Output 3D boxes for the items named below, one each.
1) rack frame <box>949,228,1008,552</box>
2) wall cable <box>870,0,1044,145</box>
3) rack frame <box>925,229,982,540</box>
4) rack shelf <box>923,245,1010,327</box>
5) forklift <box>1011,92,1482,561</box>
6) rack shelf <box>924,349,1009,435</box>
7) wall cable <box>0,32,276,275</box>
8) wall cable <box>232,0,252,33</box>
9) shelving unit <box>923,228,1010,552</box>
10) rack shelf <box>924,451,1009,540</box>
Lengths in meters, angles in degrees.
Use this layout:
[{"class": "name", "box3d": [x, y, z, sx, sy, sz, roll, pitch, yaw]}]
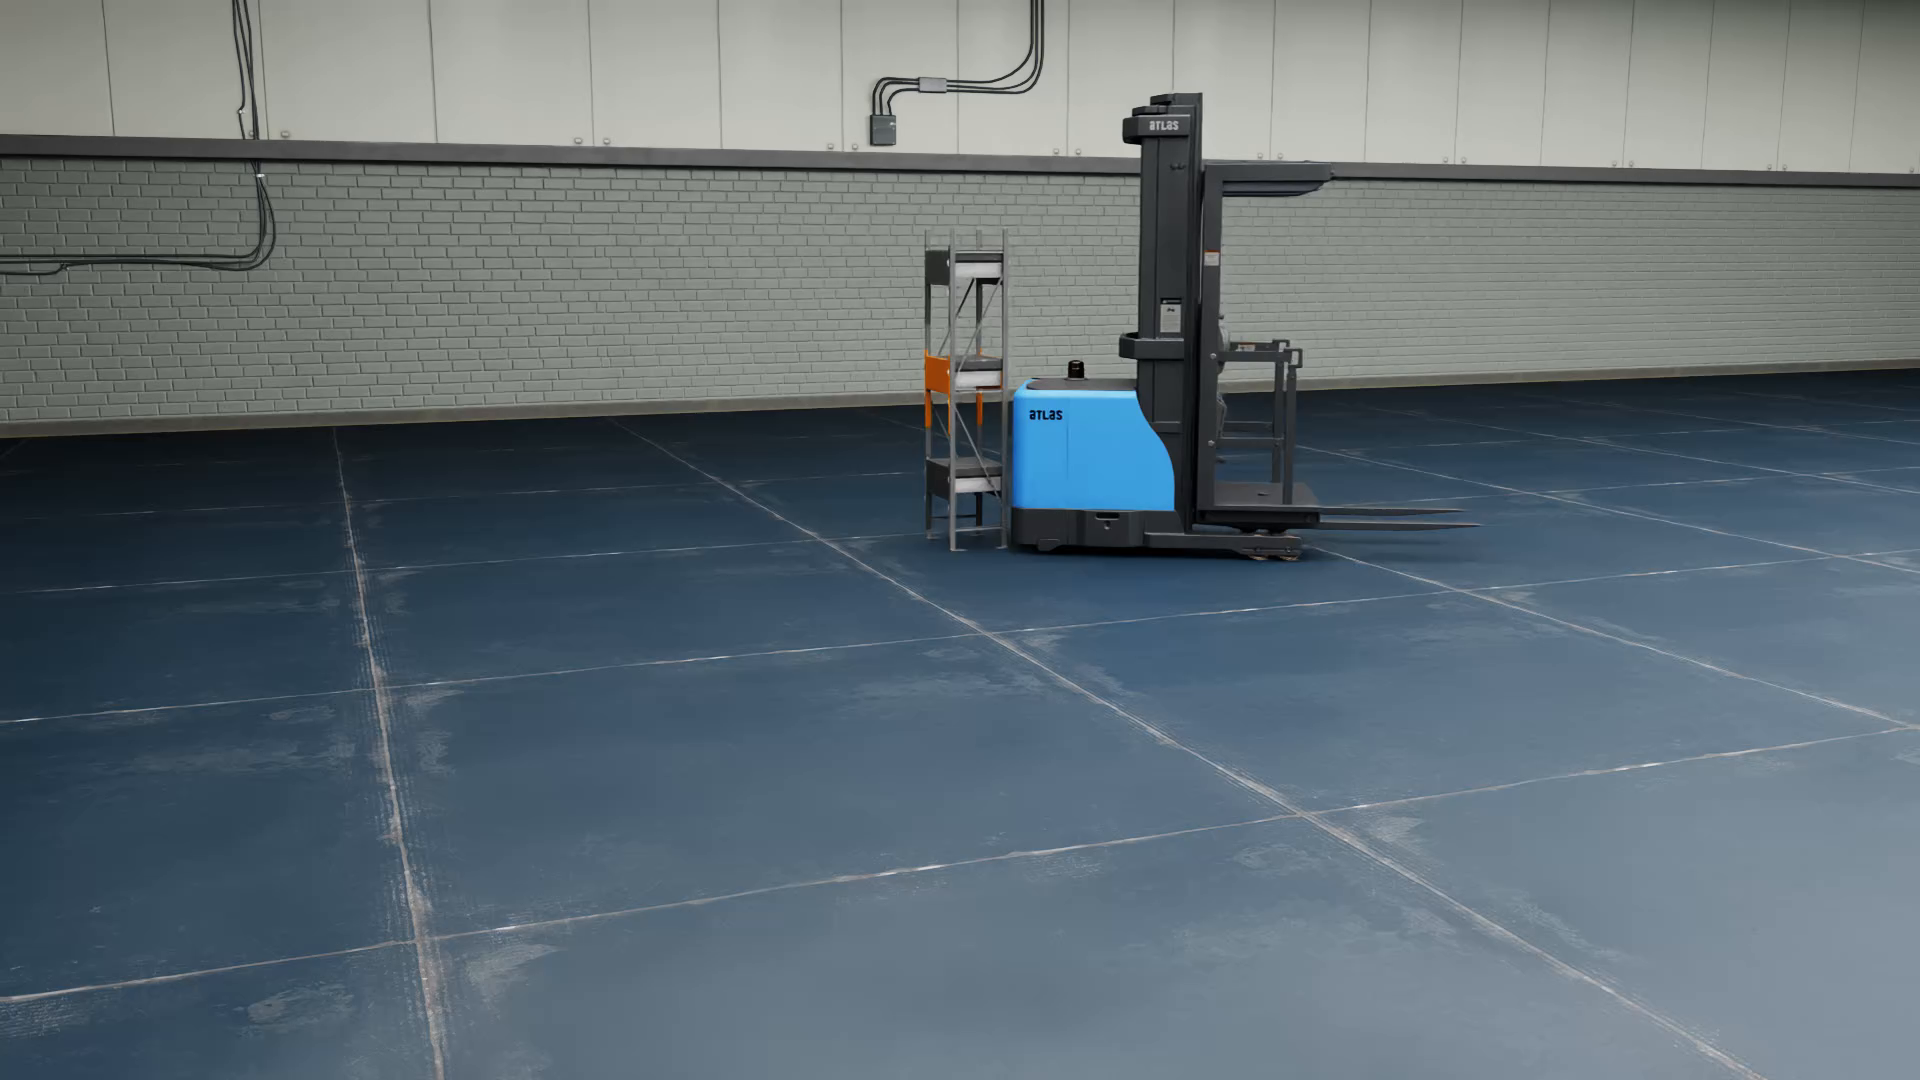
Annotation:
[{"class": "rack frame", "box3d": [0.123, -0.968, 10.864, 0.400, 2.100, 0.015, -4, 11, -20]}, {"class": "wall cable", "box3d": [0.001, -7.849, 20.140, 2.305, 6.003, 0.169, -4, 11, -21]}, {"class": "rack frame", "box3d": [-0.044, -1.048, 11.316, 0.400, 2.100, 0.015, -4, 11, -20]}, {"class": "rack shelf", "box3d": [0.040, -1.683, 10.969, 0.431, 0.518, 0.480, -4, 11, -20]}, {"class": "forklift", "box3d": [1.886, -1.406, 10.957, 3.031, 2.935, 1.130, 1, 10, 6]}, {"class": "rack shelf", "box3d": [0.040, -0.994, 11.092, 0.431, 0.518, 0.480, -4, 11, -20]}, {"class": "wall cable", "box3d": [-8.853, -4.046, 17.337, 3.097, 2.526, 0.112, -4, 11, -21]}, {"class": "wall cable", "box3d": [-6.332, -6.704, 17.860, 3.097, 2.526, 0.112, -4, 11, -21]}, {"class": "shelving unit", "box3d": [0.040, -1.008, 11.090, 0.431, 2.100, 0.503, -4, 11, -20]}, {"class": "rack shelf", "box3d": [0.040, -0.305, 11.215, 0.431, 0.518, 0.480, -4, 11, -20]}]
